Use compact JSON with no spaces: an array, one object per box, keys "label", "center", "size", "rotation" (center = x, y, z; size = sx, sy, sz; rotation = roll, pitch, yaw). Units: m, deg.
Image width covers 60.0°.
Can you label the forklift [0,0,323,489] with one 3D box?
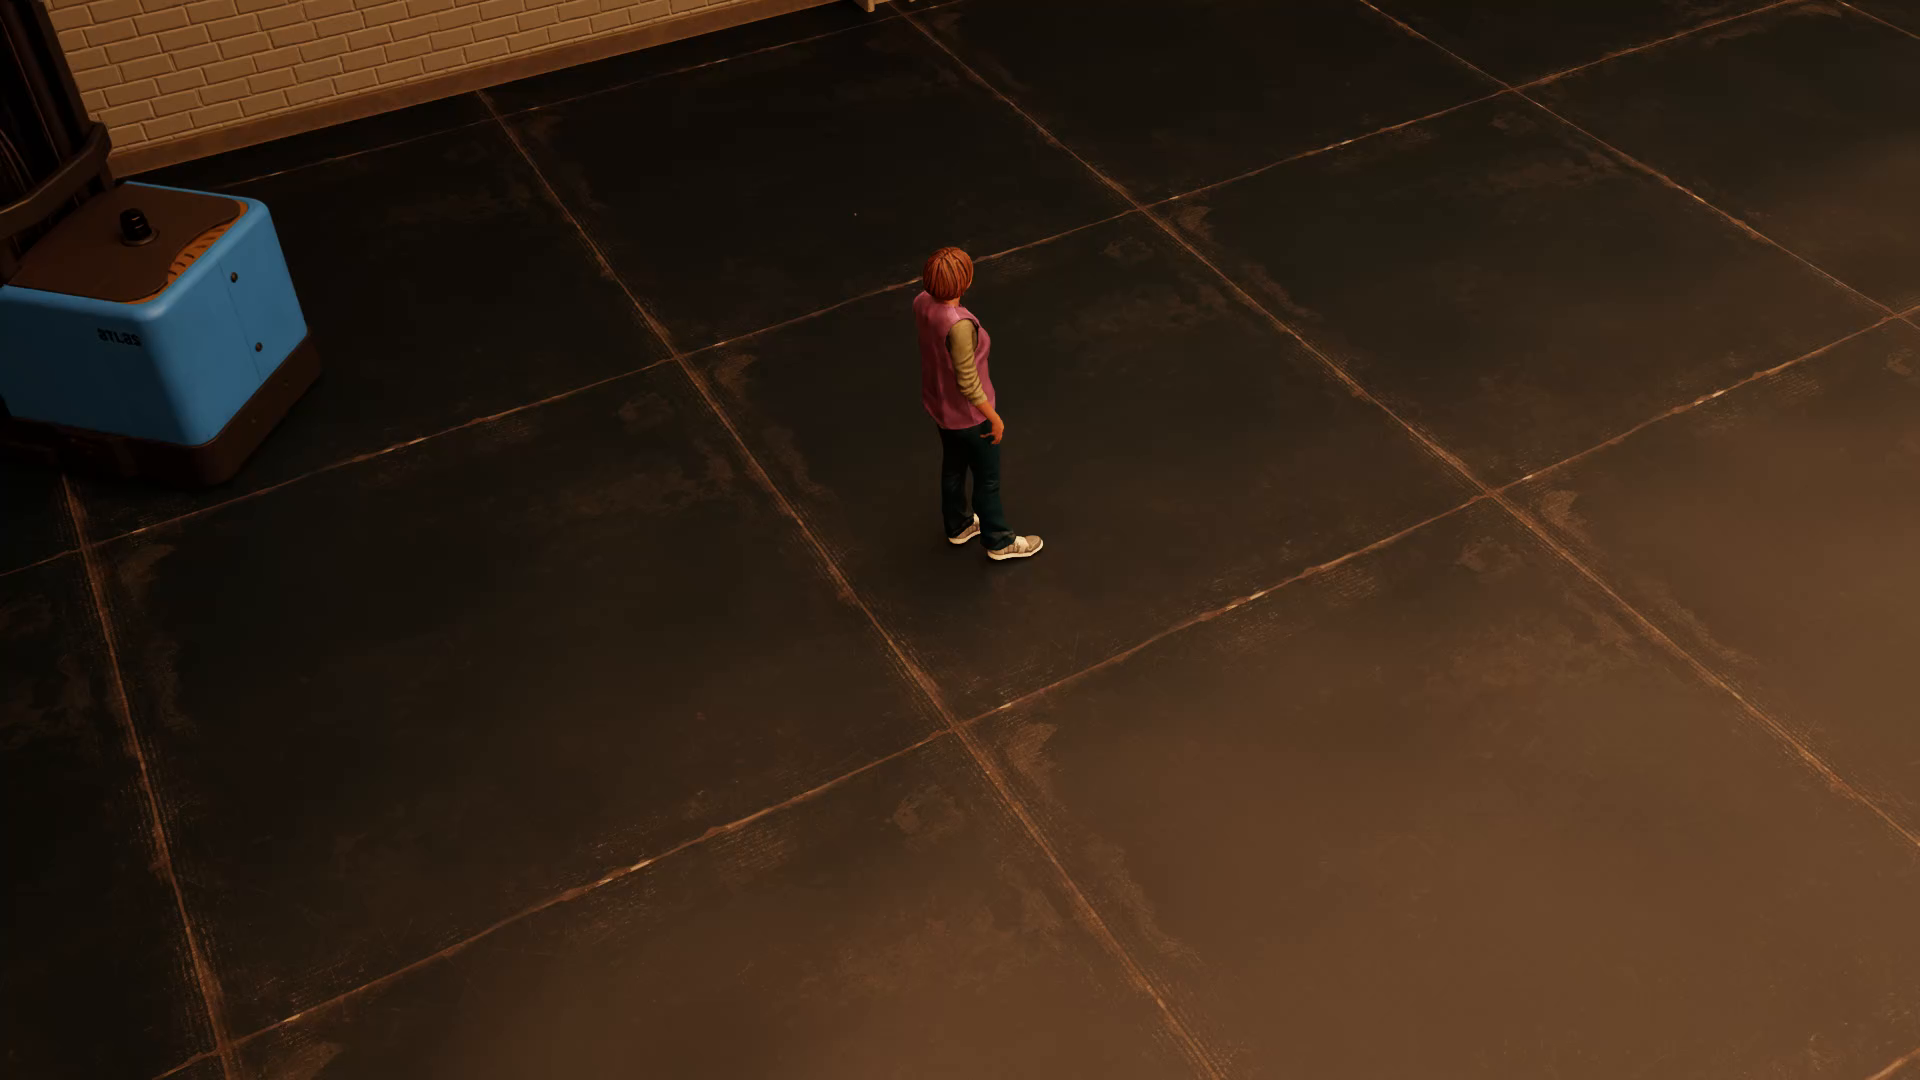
[{"label":"forklift","center":[-4.909,-1.858,7.701],"size":[3.031,2.935,1.130],"rotation":[9,44,10]}]

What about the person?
[{"label":"person","center":[0.071,-0.607,7.323],"size":[0.476,1.596,0.520],"rotation":[-21,47,-21]}]
